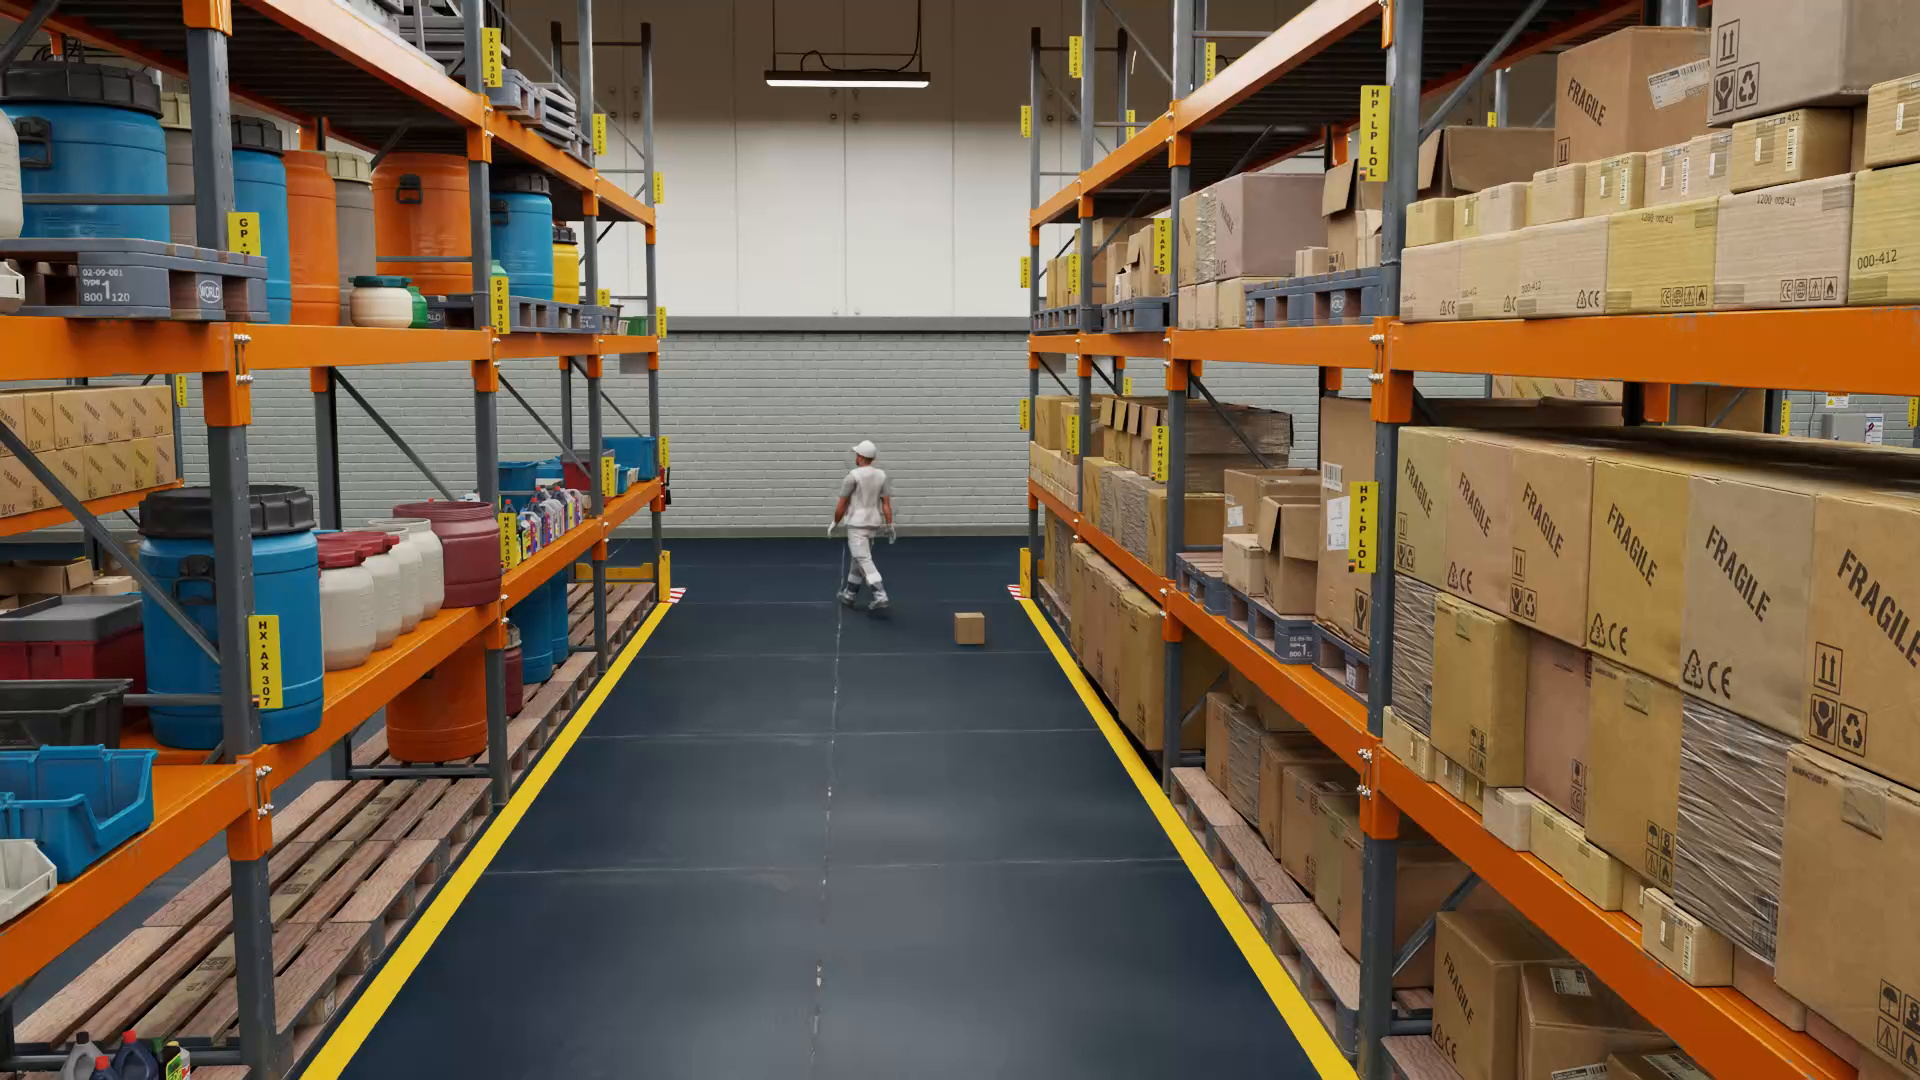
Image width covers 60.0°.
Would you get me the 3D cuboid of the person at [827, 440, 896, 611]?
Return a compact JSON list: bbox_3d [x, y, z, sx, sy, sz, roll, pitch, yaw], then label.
[{"bbox_3d":[-1.015,-0.148,16.939,0.584,1.737,1.099,-6,9,-42],"label":"person"}]
